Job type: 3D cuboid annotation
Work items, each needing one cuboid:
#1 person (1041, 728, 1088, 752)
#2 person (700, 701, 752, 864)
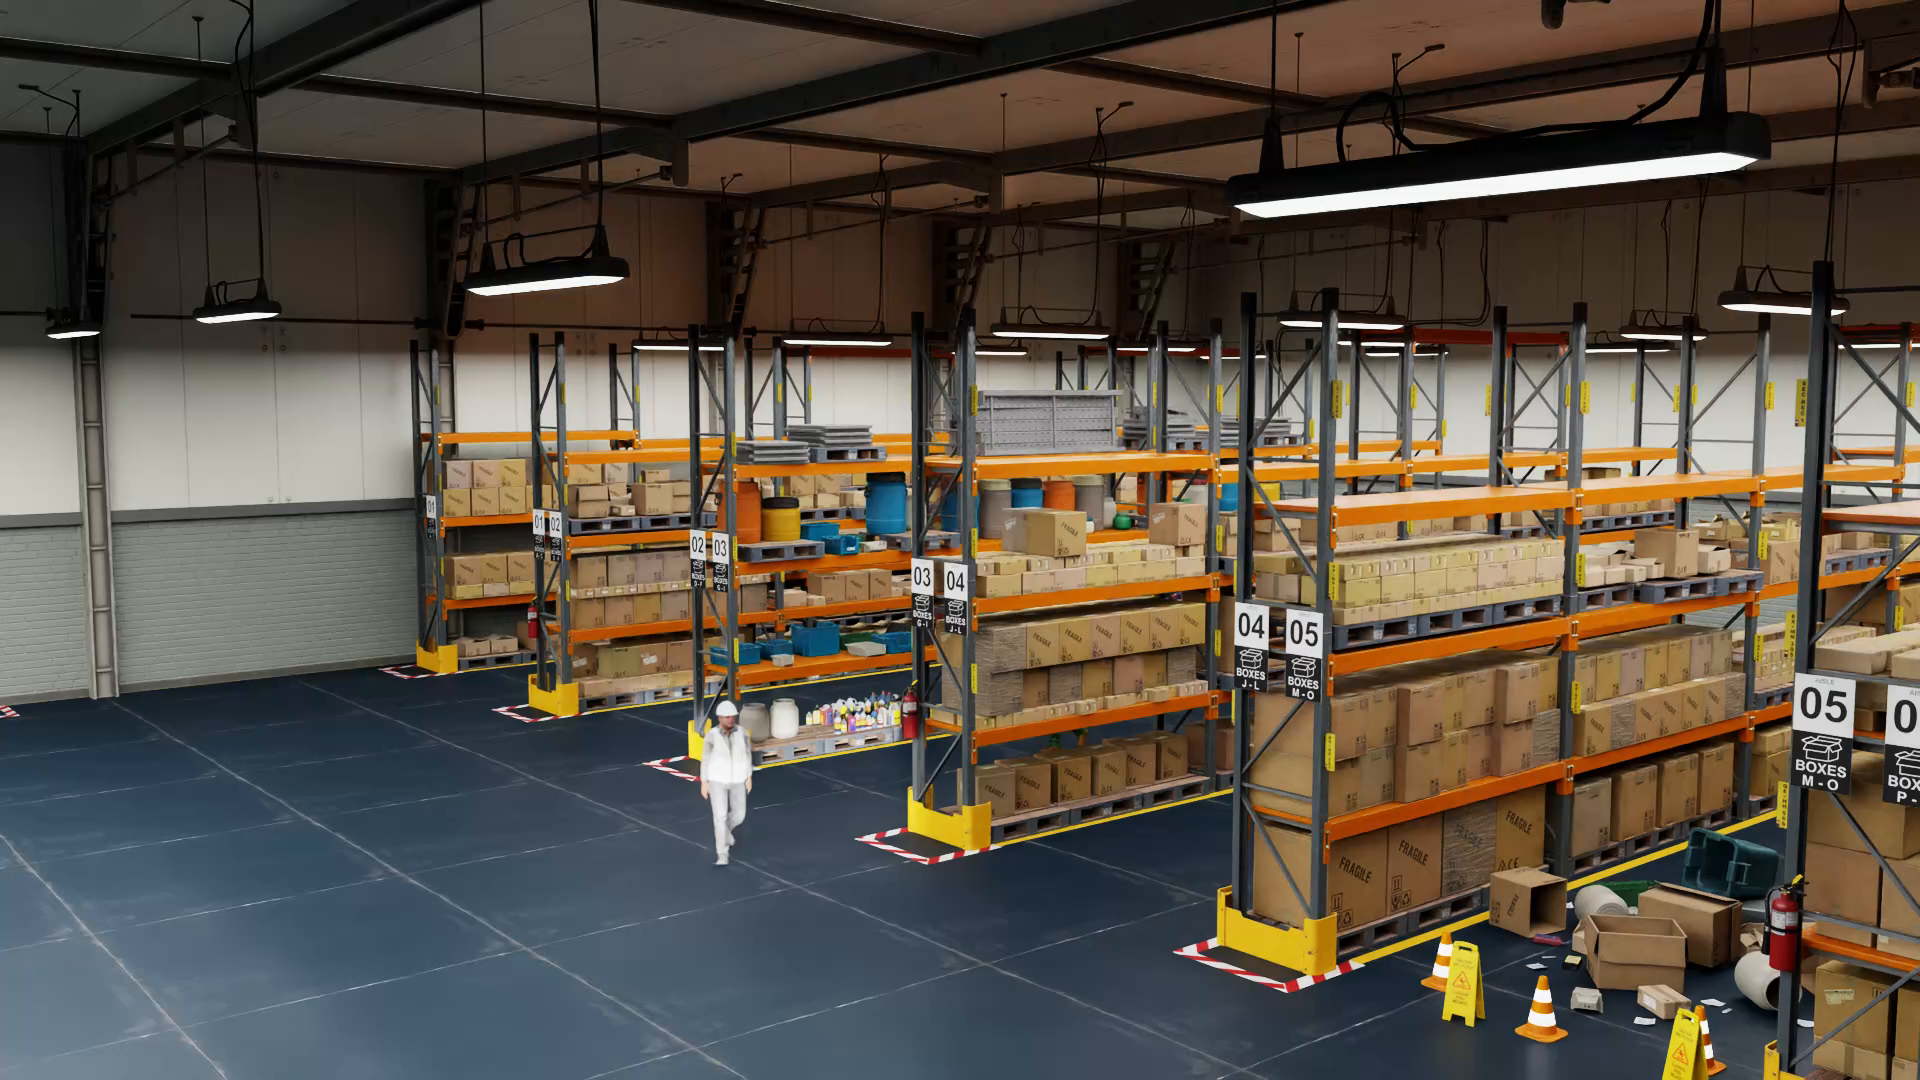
[{"bbox_3d":[1.425,2.124,23.507,0.745,1.748,0.610,-2,6,-16],"label":"person"},{"bbox_3d":[-2.558,2.615,18.215,0.569,1.749,0.917,-2,6,-24],"label":"person"}]
